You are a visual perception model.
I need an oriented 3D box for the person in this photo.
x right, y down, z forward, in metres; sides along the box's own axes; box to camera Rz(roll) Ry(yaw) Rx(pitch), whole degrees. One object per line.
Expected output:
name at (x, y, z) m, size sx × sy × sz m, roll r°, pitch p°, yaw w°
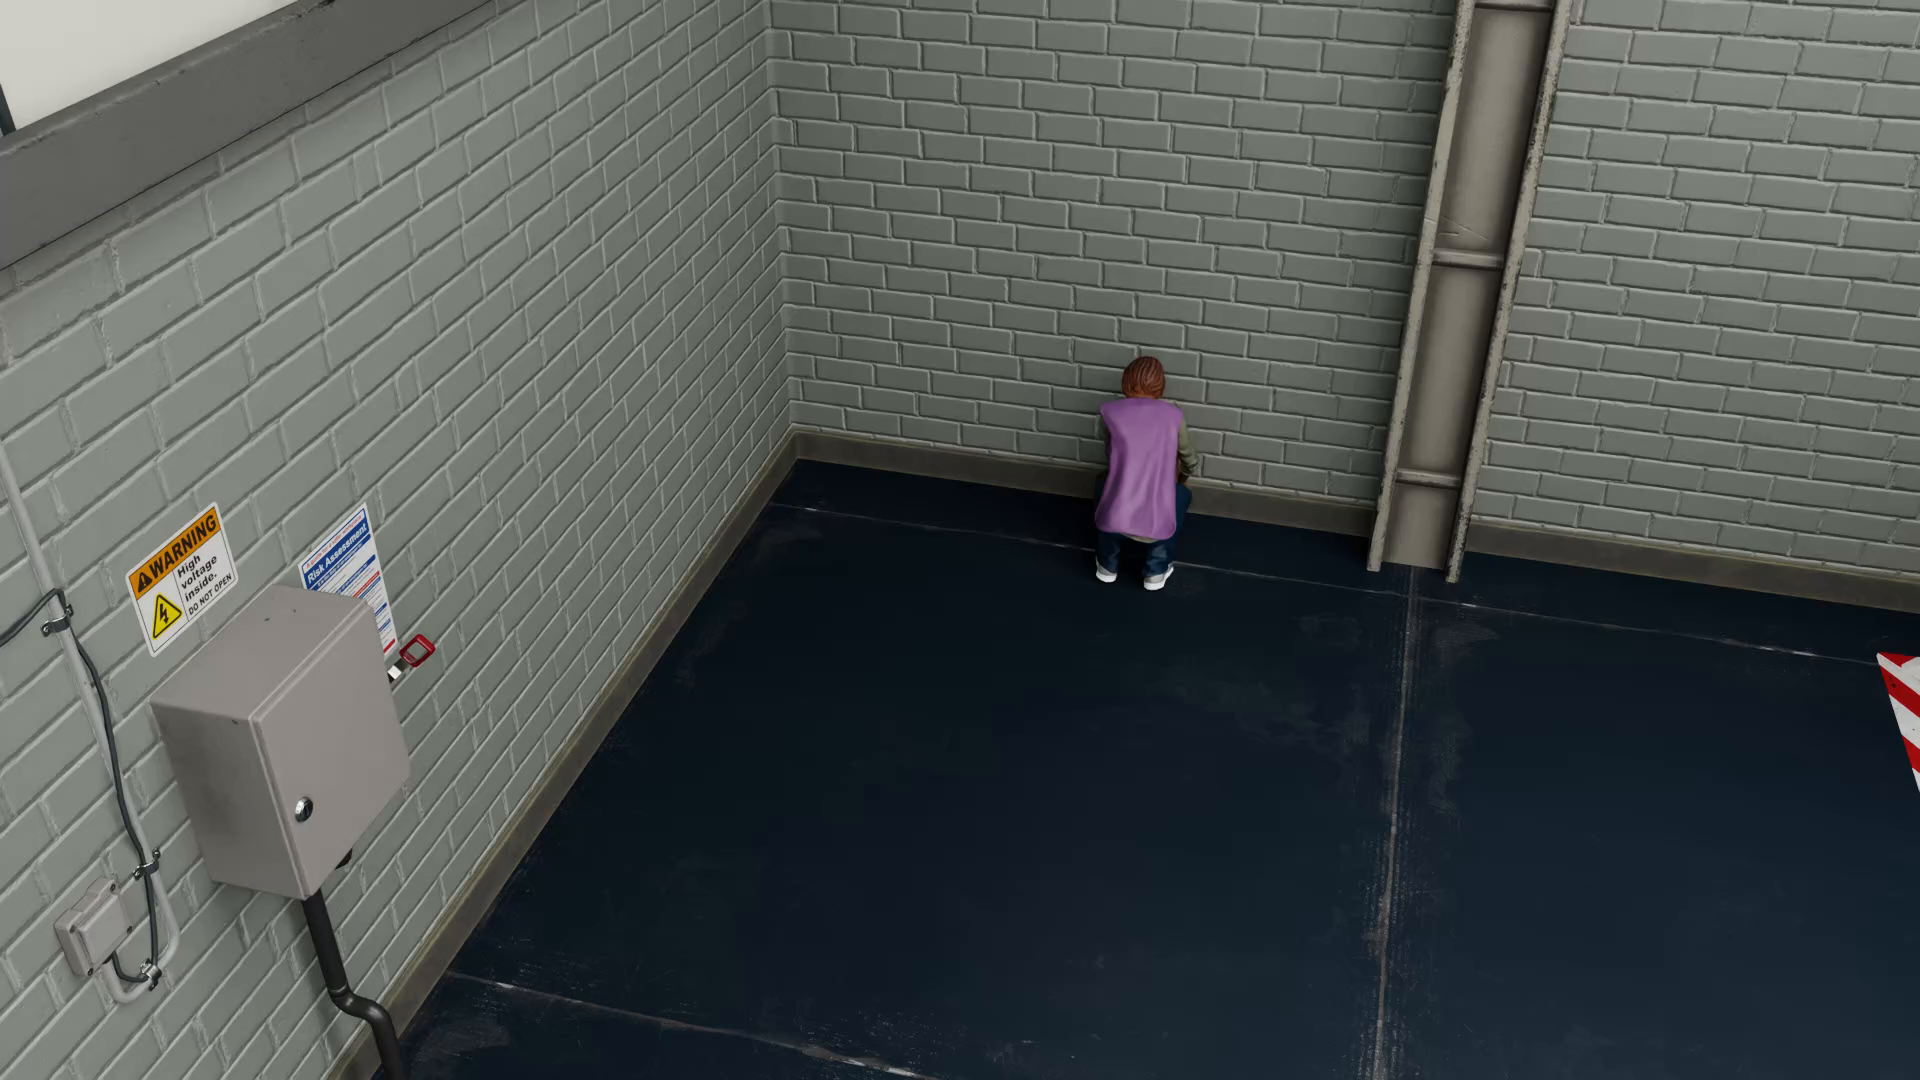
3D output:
person at (0.801, -0.255, 7.269) m, size 0.450 × 0.805 × 0.805 m, roll 8°, pitch 34°, yaw 12°
